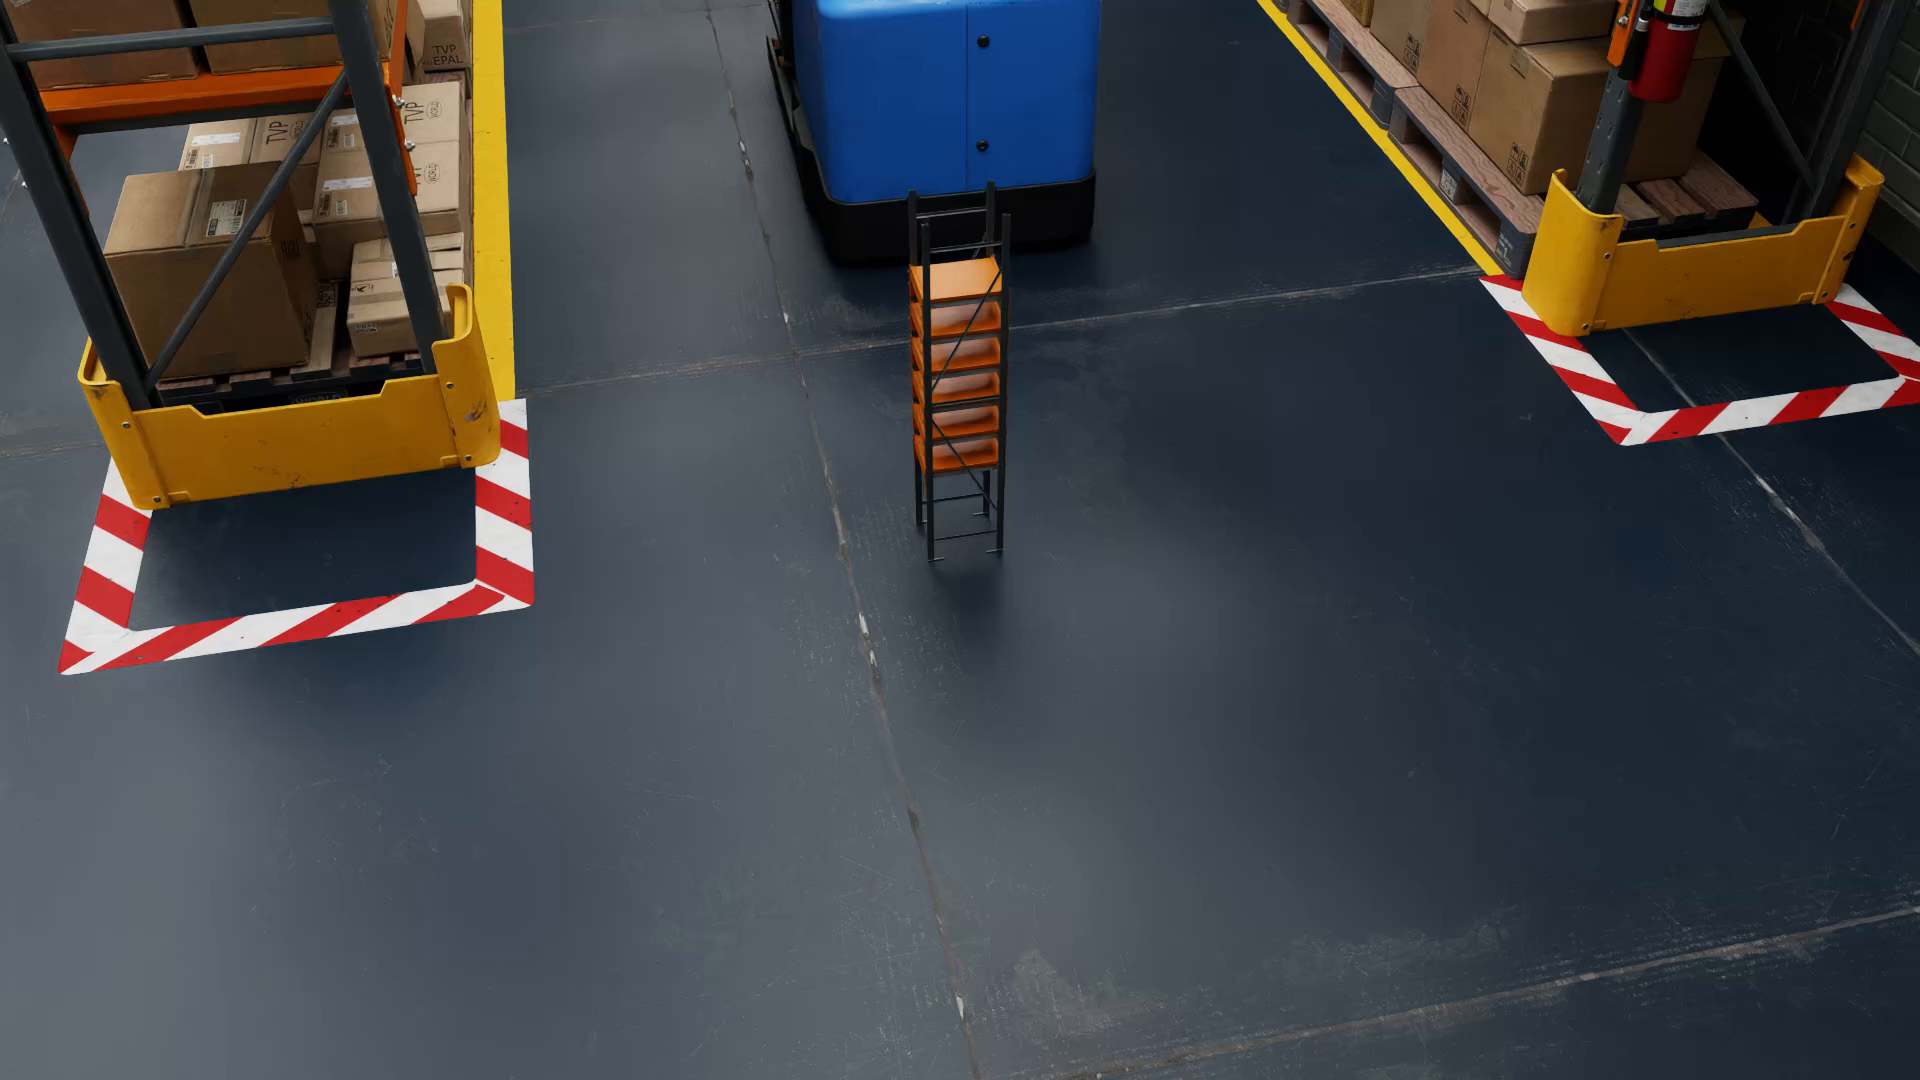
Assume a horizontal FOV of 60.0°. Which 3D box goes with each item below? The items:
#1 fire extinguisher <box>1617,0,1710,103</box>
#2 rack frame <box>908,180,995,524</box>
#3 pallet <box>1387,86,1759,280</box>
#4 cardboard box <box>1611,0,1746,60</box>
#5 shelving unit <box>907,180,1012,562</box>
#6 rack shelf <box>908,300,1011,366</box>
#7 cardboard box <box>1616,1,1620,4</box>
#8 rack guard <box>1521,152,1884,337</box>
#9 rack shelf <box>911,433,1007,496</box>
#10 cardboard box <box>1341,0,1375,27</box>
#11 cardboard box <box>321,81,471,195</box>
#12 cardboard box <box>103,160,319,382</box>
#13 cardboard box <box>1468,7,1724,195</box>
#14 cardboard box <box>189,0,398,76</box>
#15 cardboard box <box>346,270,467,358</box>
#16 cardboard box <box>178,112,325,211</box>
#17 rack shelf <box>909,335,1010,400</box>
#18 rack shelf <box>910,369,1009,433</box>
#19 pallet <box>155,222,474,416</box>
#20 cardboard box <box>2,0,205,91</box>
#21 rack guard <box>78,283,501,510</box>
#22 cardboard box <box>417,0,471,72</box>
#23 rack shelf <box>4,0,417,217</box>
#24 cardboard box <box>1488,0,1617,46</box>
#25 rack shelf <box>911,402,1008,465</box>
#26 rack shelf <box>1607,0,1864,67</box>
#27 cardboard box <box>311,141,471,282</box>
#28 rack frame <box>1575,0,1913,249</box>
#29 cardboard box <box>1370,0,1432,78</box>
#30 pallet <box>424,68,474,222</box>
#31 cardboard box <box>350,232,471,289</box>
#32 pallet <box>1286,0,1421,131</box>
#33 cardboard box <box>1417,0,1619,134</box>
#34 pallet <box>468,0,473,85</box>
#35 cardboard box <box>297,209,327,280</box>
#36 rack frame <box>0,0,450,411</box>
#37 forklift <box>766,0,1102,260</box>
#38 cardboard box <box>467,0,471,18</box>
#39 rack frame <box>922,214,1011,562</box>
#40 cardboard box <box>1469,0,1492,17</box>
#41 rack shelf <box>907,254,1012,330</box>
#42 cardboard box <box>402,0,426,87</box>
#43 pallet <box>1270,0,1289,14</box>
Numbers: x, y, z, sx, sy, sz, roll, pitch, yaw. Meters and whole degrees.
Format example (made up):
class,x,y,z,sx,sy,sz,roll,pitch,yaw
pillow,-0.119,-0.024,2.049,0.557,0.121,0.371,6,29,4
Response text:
class,x,y,z,sx,sy,sz,roll,pitch,yaw
fire extinguisher,2.297,-1.735,5.284,0.296,0.674,0.183,-8,42,-9
rack frame,-0.023,-0.517,4.929,0.240,1.200,0.006,-8,42,-9
pallet,2.466,-1.531,6.816,1.003,0.211,1.213,-8,42,-9
cardboard box,2.688,-1.919,6.230,0.380,0.149,0.250,-8,42,-9
shelving unit,-0.003,-0.458,4.862,0.258,1.200,0.189,-8,42,-9
rack shelf,-0.003,-0.604,4.732,0.258,0.103,0.180,-8,42,-9
cardboard box,2.578,-2.247,6.600,0.380,0.149,0.250,-8,42,-9
rack guard,2.720,-1.117,6.131,1.175,0.500,0.348,-8,42,-9
rack shelf,-0.003,-0.245,5.051,0.258,0.103,0.180,-8,42,-9
cardboard box,2.126,-2.723,7.625,0.700,0.500,0.500,-7,42,-8
cardboard box,-2.178,-1.532,6.456,0.500,0.250,0.500,-8,42,-9
cardboard box,-2.479,-0.902,5.558,0.500,0.500,0.500,-8,42,-9
cardboard box,2.466,-1.729,6.504,0.700,0.500,0.500,-8,42,-9
cardboard box,-1.960,-1.718,4.850,0.500,0.500,0.500,-8,42,-8
cardboard box,-1.876,-0.774,5.678,0.380,0.149,0.250,-8,42,-9
cardboard box,-2.655,-1.428,6.339,0.500,0.250,0.500,-8,42,-9
rack shelf,-0.003,-0.515,4.812,0.258,0.103,0.180,-8,42,-9
rack shelf,-0.003,-0.425,4.892,0.258,0.103,0.180,-8,42,-9
pallet,-2.311,-0.878,6.080,1.003,0.211,1.213,-8,42,-9
cardboard box,-2.484,-1.643,4.767,0.500,0.500,0.500,-7,42,-8
rack guard,-2.138,-0.469,5.402,1.175,0.500,0.348,-8,42,-9
cardboard box,-2.423,-2.292,7.266,0.500,0.311,0.500,-8,42,-9
rack shelf,-2.553,-2.382,6.216,1.077,0.370,4.000,-8,42,-9
cardboard box,2.260,-2.028,6.353,0.380,0.149,0.250,-9,42,-10
rack shelf,-0.003,-0.335,4.971,0.258,0.103,0.180,-8,42,-9
rack shelf,2.283,-3.094,7.018,1.077,0.370,4.000,-8,42,-9
cardboard box,-2.070,-1.208,6.091,0.500,0.250,0.500,-8,42,-9
rack frame,2.715,-2.067,5.319,1.000,3.000,0.127,-8,42,-9
cardboard box,2.249,-2.379,7.237,0.700,0.500,0.500,-10,42,-11
pallet,-2.571,-1.667,6.969,1.003,0.211,1.213,-8,42,-9
cardboard box,-1.930,-0.942,5.855,0.380,0.166,0.250,-8,42,-9
pallet,2.206,-2.320,7.705,1.003,0.211,1.213,-8,42,-9
cardboard box,2.358,-2.053,6.870,0.700,0.500,0.500,-8,42,-9
pallet,-2.837,-2.459,7.862,1.003,0.211,1.213,-8,42,-9
cardboard box,-2.479,-1.052,5.979,0.380,0.166,0.250,-8,42,-9
rack frame,-2.121,-1.355,4.517,1.000,3.000,0.127,-8,42,-9
forklift,-0.273,-3.151,6.592,1.130,2.935,3.031,-8,42,-9
cardboard box,-2.445,-2.483,7.604,0.380,0.149,0.250,-8,42,-9
rack frame,0.017,-0.399,4.795,0.240,1.200,0.006,-8,42,-9
cardboard box,2.204,-2.194,6.540,0.380,0.149,0.250,-7,42,-8
rack shelf,-0.003,-0.694,4.653,0.258,0.103,0.180,-8,42,-9
cardboard box,-2.574,-1.961,6.749,0.797,0.503,0.637,-8,42,-9
pallet,1.939,-3.113,8.598,1.003,0.211,1.213,-8,42,-9
